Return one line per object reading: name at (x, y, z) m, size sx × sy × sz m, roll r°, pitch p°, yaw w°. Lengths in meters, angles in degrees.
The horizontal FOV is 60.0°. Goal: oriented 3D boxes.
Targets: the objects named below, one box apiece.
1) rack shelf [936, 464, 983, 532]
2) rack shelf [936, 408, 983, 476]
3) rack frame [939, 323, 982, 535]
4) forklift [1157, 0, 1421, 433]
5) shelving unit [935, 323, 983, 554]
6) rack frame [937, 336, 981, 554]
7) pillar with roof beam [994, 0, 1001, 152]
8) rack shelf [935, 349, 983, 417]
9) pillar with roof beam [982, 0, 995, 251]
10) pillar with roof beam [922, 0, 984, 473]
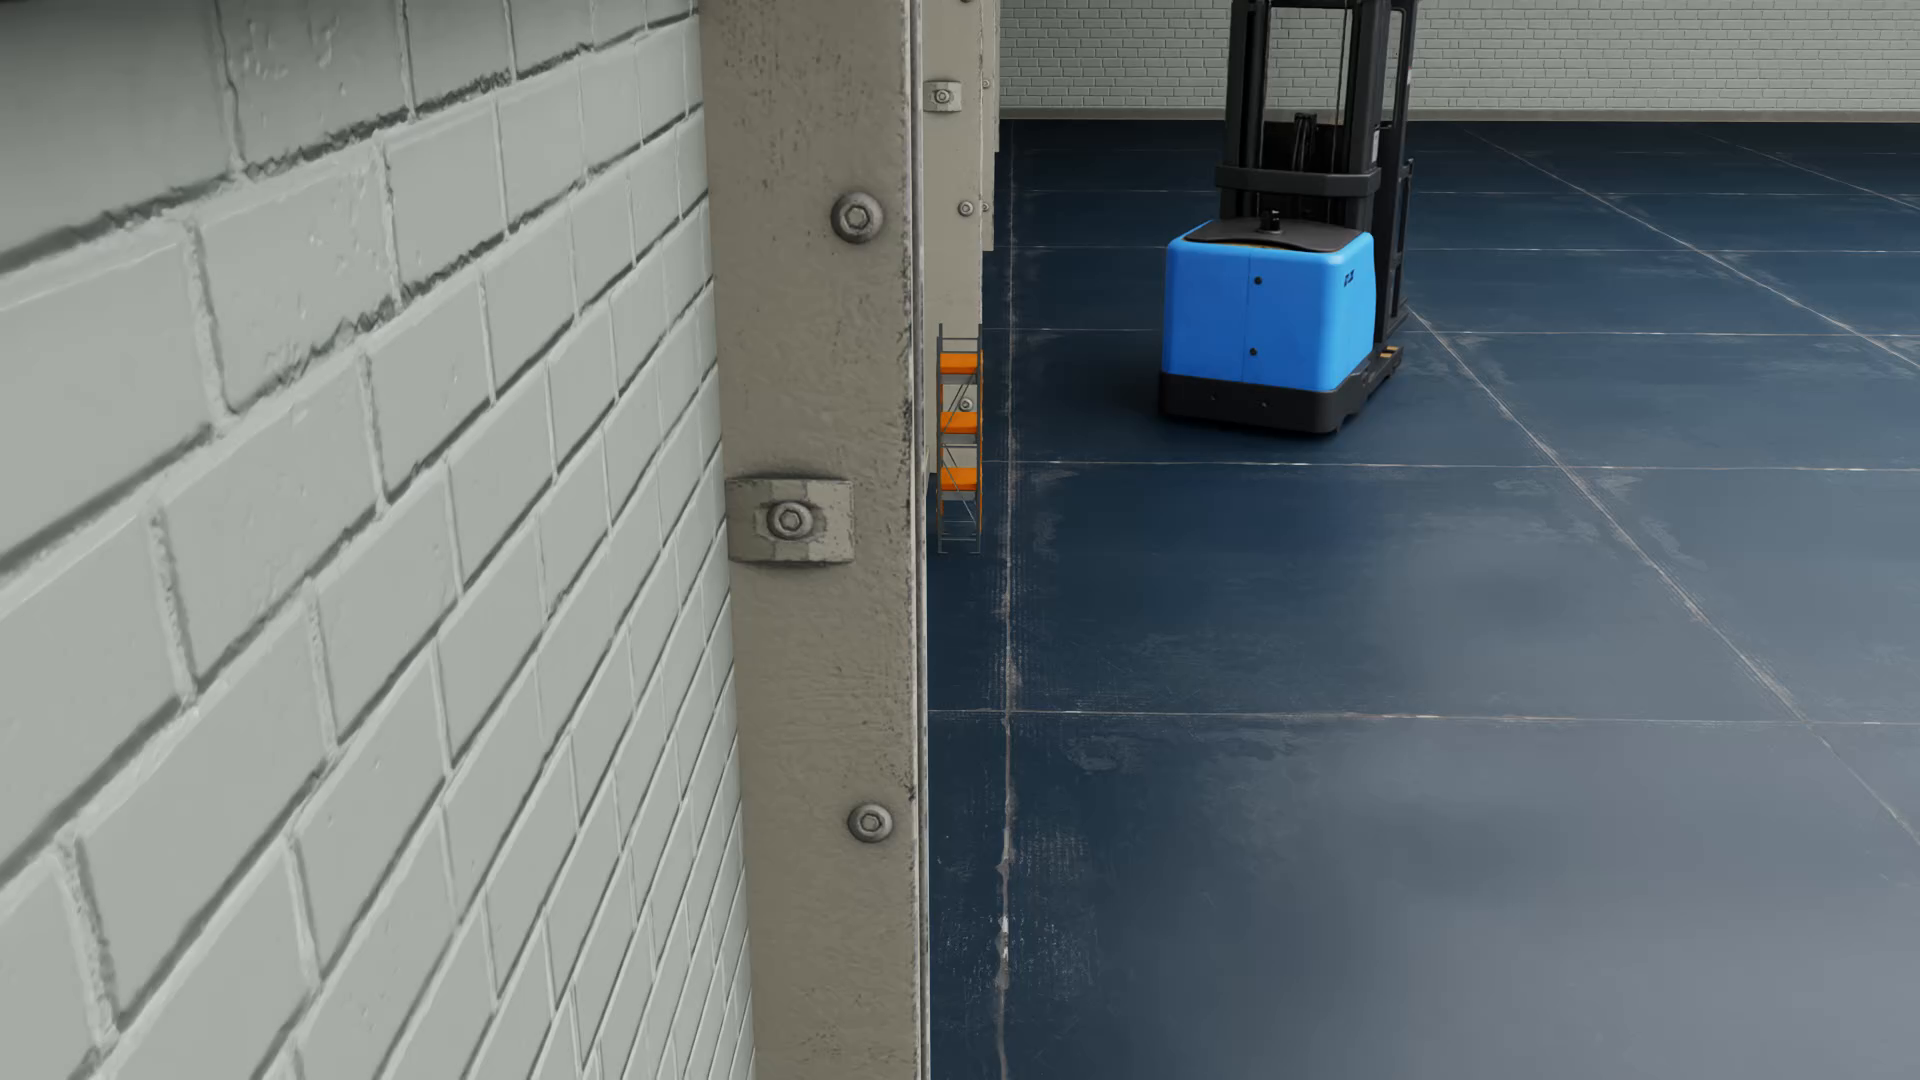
rack shelf at (-0.002, -0.201, 7.894) m, size 0.215 × 0.259 × 0.240 m, roll 1°, pitch 21°, yaw 2°
rack shelf at (-0.002, -0.460, 7.793) m, size 0.215 × 0.259 × 0.240 m, roll 1°, pitch 21°, yaw 2°
rack frame at (0.002, -0.514, 7.903) m, size 0.200 × 1.050 × 0.008 m, roll 1°, pitch 21°, yaw 2°
forklift at (2.251, -2.465, 10.330) m, size 1.130 × 2.935 × 3.031 m, roll 10°, pitch 23°, yaw 24°
shelving unit at (-0.002, -0.470, 7.789) m, size 0.215 × 1.050 × 0.252 m, roll 1°, pitch 21°, yaw 2°
rack frame at (-0.005, -0.426, 7.675) m, size 0.200 × 1.050 × 0.008 m, roll 1°, pitch 21°, yaw 2°
pillar with roof beam at (4.627, -8.921, 18.582) m, size 9.100 × 9.000 × 0.400 m, roll 1°, pitch 21°, yaw 2°
rack shelf at (-0.002, -0.725, 7.690) m, size 0.215 × 0.259 × 0.240 m, roll 1°, pitch 21°, yaw 2°
pillar with roof beam at (4.444, -6.752, 12.991) m, size 9.100 × 9.000 × 0.400 m, roll 1°, pitch 21°, yaw 2°
pillar with roof beam at (4.262, -4.583, 7.399) m, size 9.100 × 9.000 × 0.400 m, roll 1°, pitch 21°, yaw 2°
